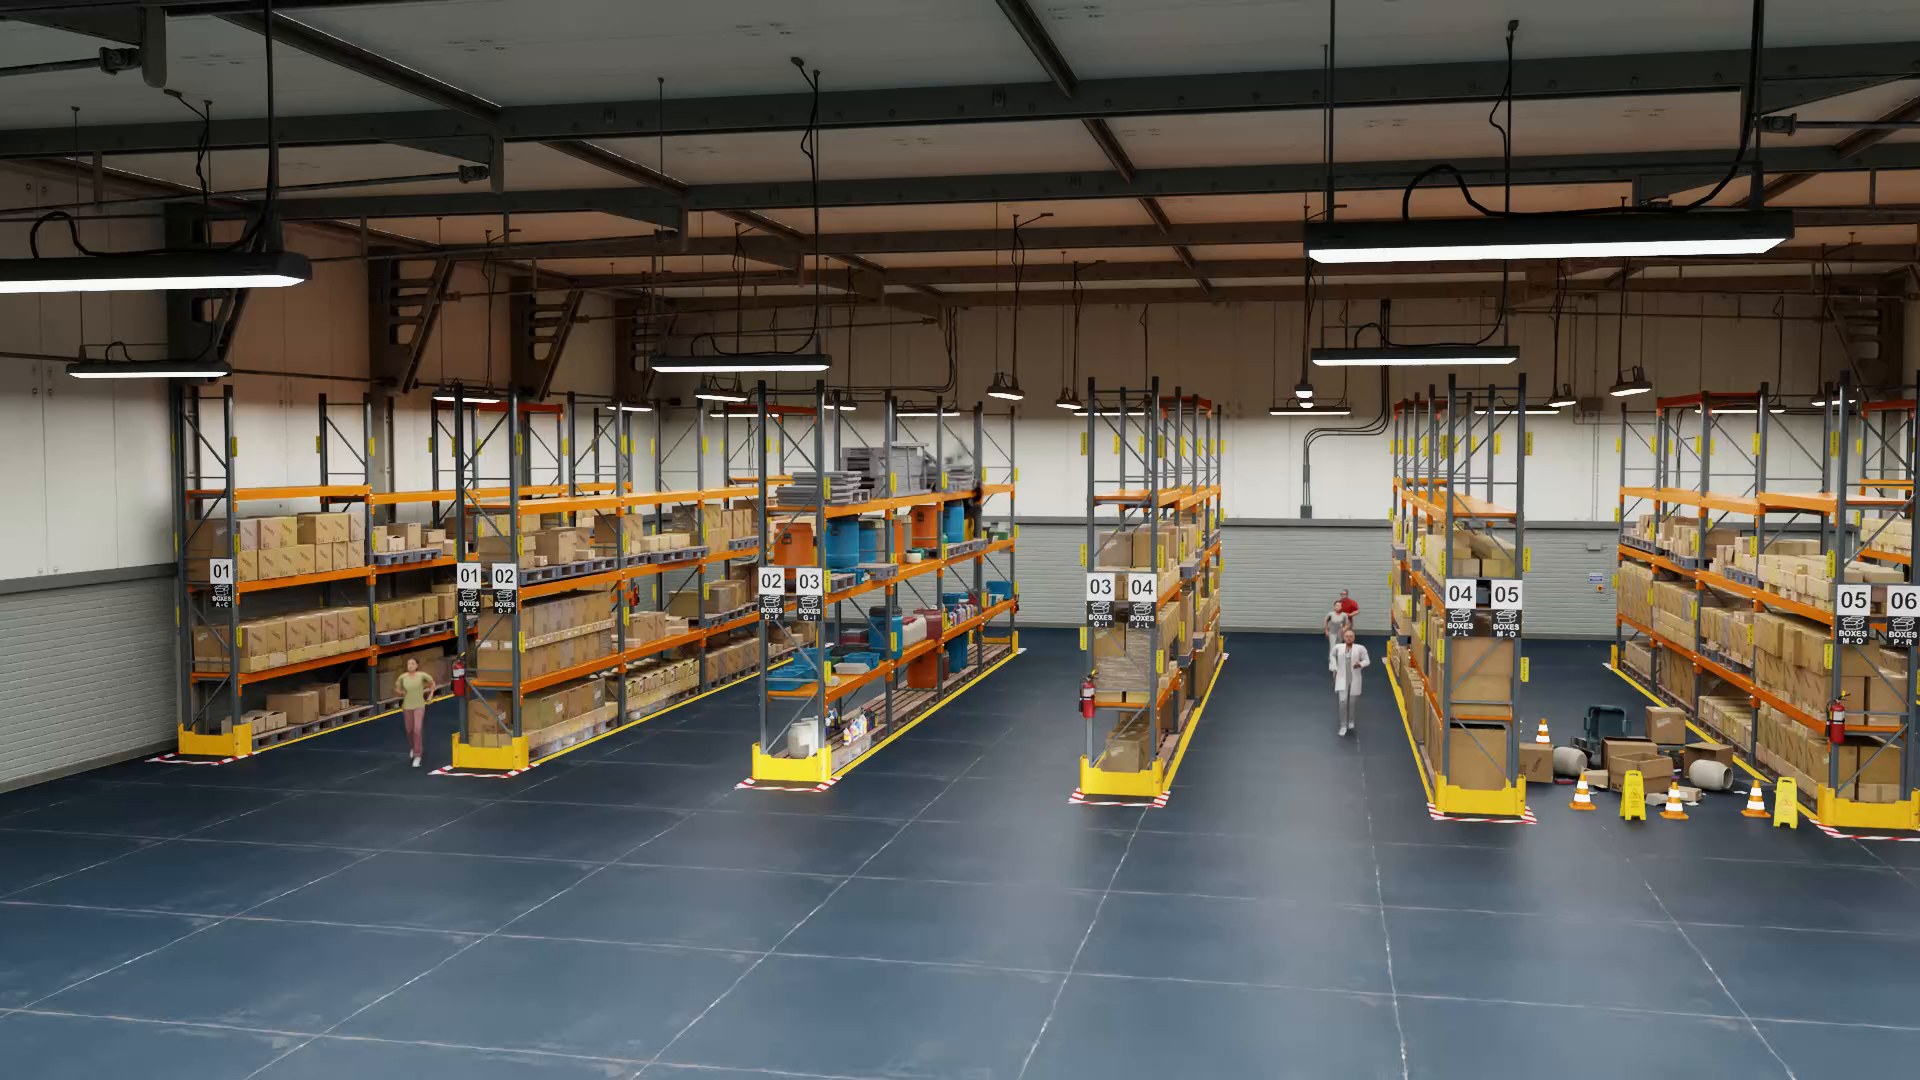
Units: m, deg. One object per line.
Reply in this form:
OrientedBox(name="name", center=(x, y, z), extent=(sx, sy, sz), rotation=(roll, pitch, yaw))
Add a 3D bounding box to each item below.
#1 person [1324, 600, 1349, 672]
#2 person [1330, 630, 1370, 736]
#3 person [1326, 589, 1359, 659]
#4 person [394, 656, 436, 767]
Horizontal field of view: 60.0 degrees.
OrientedBox(name="person", center=(8.319, 2.121, 36.721), extent=(0.496, 1.590, 0.727), rotation=(0, 3, 3))
OrientedBox(name="person", center=(6.823, 2.491, 29.110), extent=(0.689, 1.838, 0.867), rotation=(1, 3, 12))
OrientedBox(name="person", center=(8.960, 1.983, 39.219), extent=(0.711, 1.658, 0.939), rotation=(-3, 4, -41))
OrientedBox(name="person", center=(-8.628, 2.674, 26.265), extent=(0.614, 1.679, 0.914), rotation=(0, 3, -5))
